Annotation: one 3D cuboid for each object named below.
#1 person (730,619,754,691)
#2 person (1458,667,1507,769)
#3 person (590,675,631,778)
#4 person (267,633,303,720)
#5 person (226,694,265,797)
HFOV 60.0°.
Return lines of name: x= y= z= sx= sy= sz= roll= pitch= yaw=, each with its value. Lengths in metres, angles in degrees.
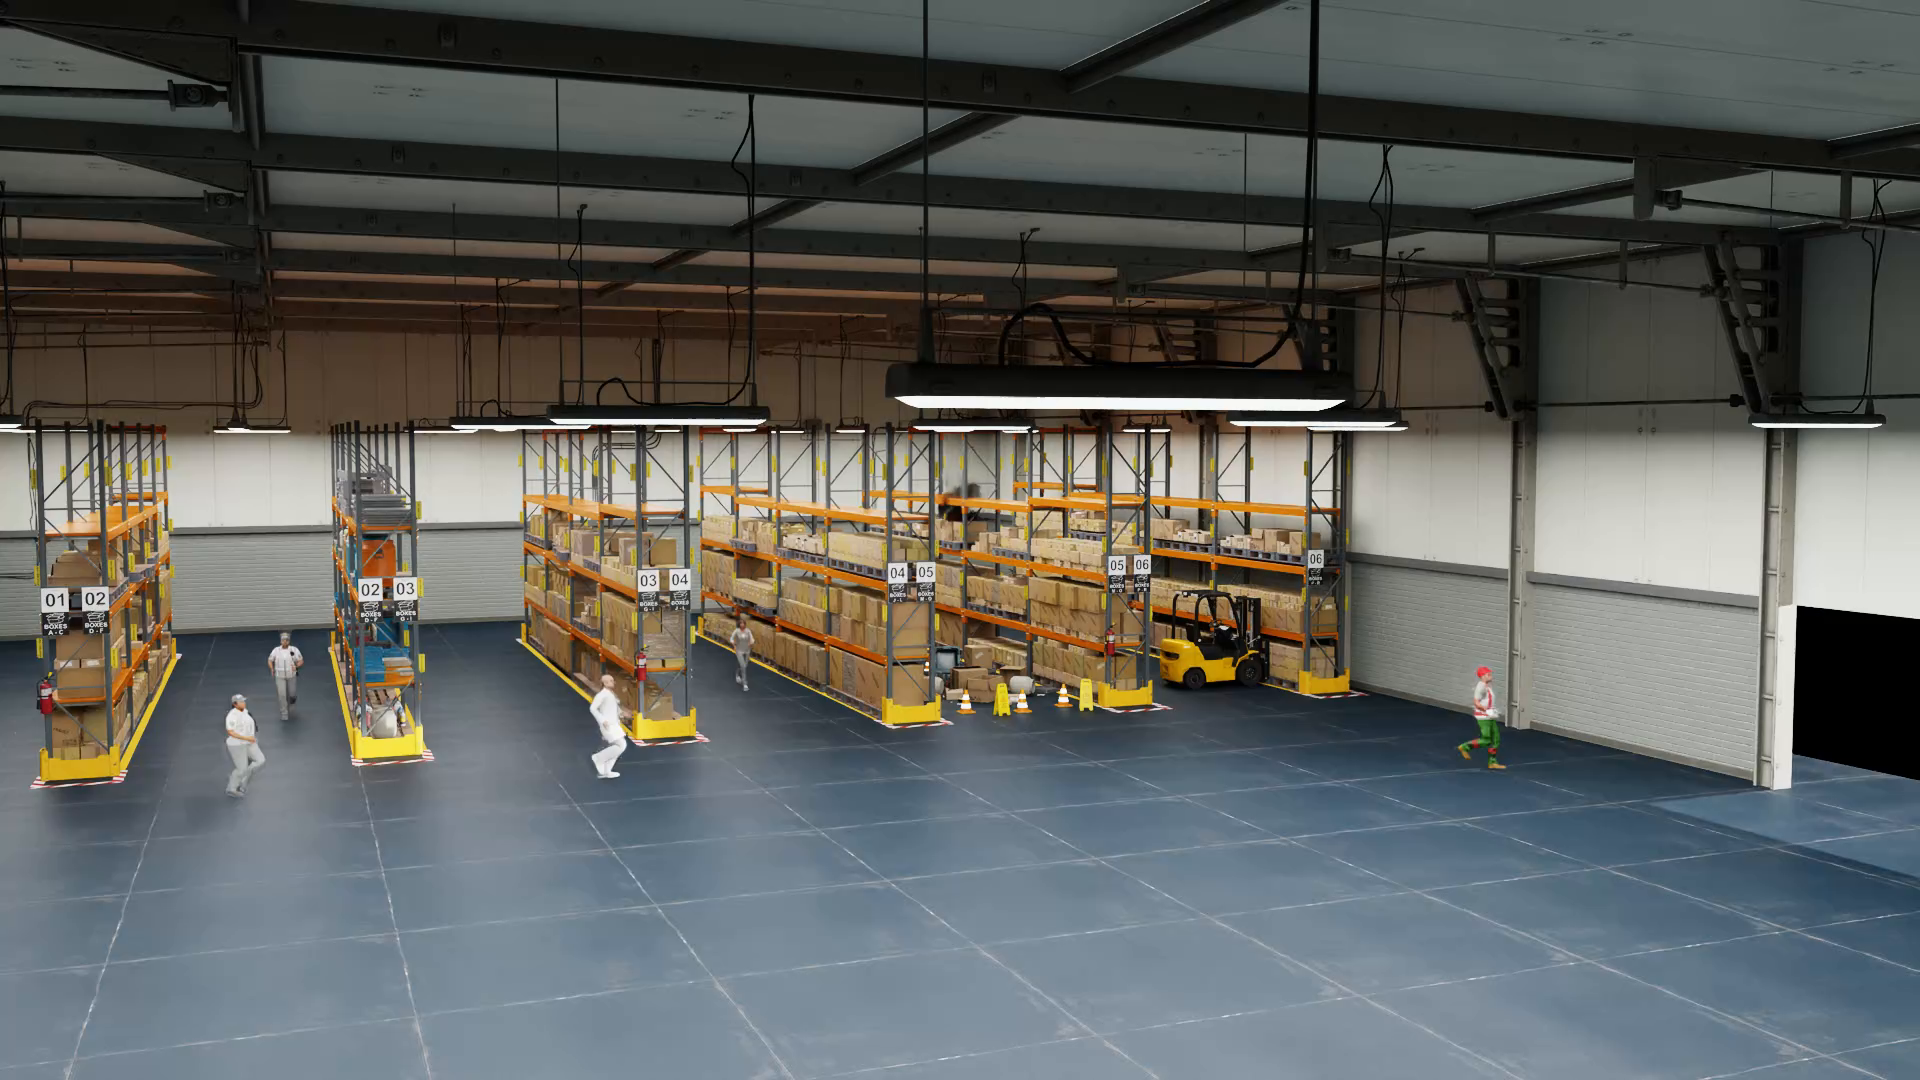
person: x=-4.927 y=2.574 z=37.712 sx=0.528 sy=1.604 sz=0.802 roll=-2 pitch=4 yaw=-24
person: x=8.998 y=3.053 z=28.582 sx=0.806 sy=1.757 sz=0.674 roll=2 pitch=4 yaw=28
person: x=-5.815 y=3.115 z=27.782 sx=0.628 sy=1.731 sz=0.700 roll=0 pitch=4 yaw=3
person: x=-13.662 y=2.744 z=33.682 sx=0.672 sy=1.741 sz=0.734 roll=-1 pitch=4 yaw=-22
person: x=-11.402 y=3.255 z=26.443 sx=0.570 sy=1.627 sz=0.602 roll=0 pitch=4 yaw=7
